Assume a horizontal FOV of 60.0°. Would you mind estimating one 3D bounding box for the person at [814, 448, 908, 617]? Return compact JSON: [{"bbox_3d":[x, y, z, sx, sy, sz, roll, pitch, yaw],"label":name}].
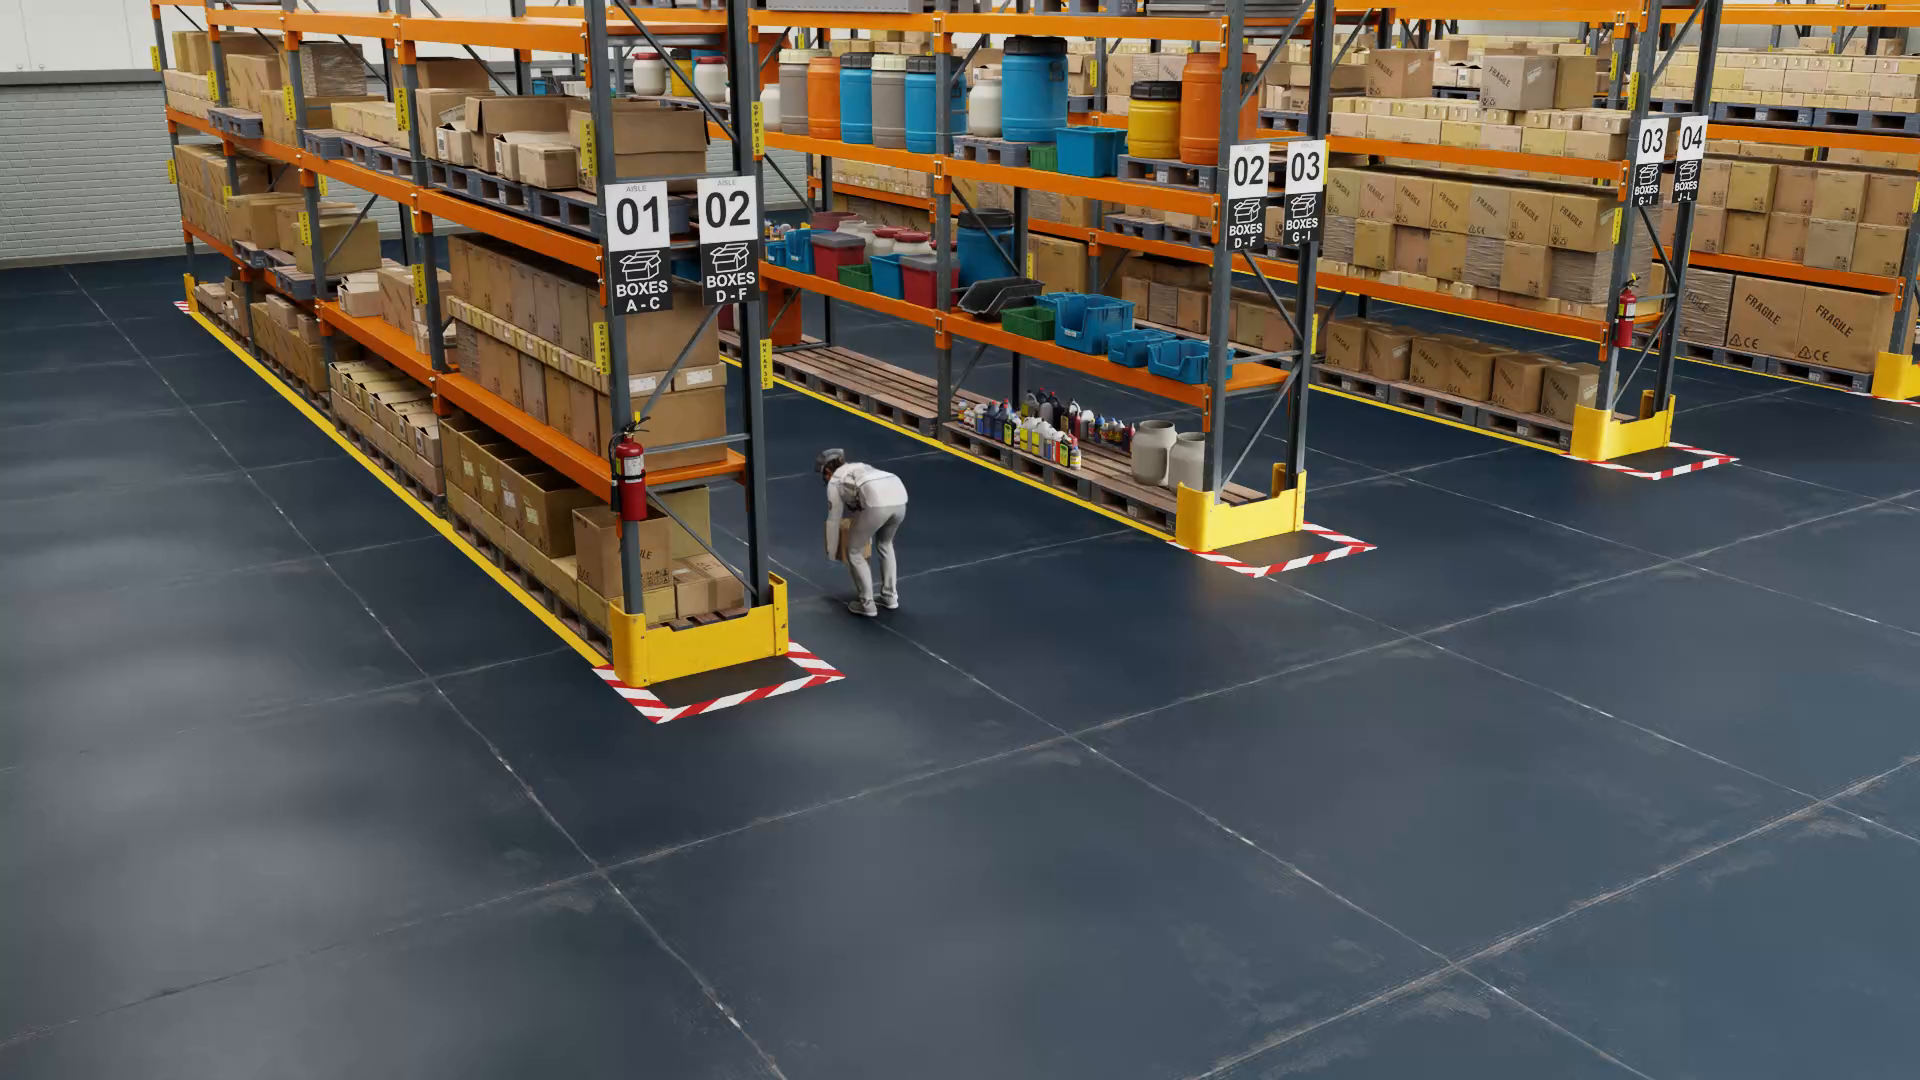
[{"bbox_3d":[-0.744,-0.067,12.156,0.408,1.108,0.926,-13,22,-35],"label":"person"}]
